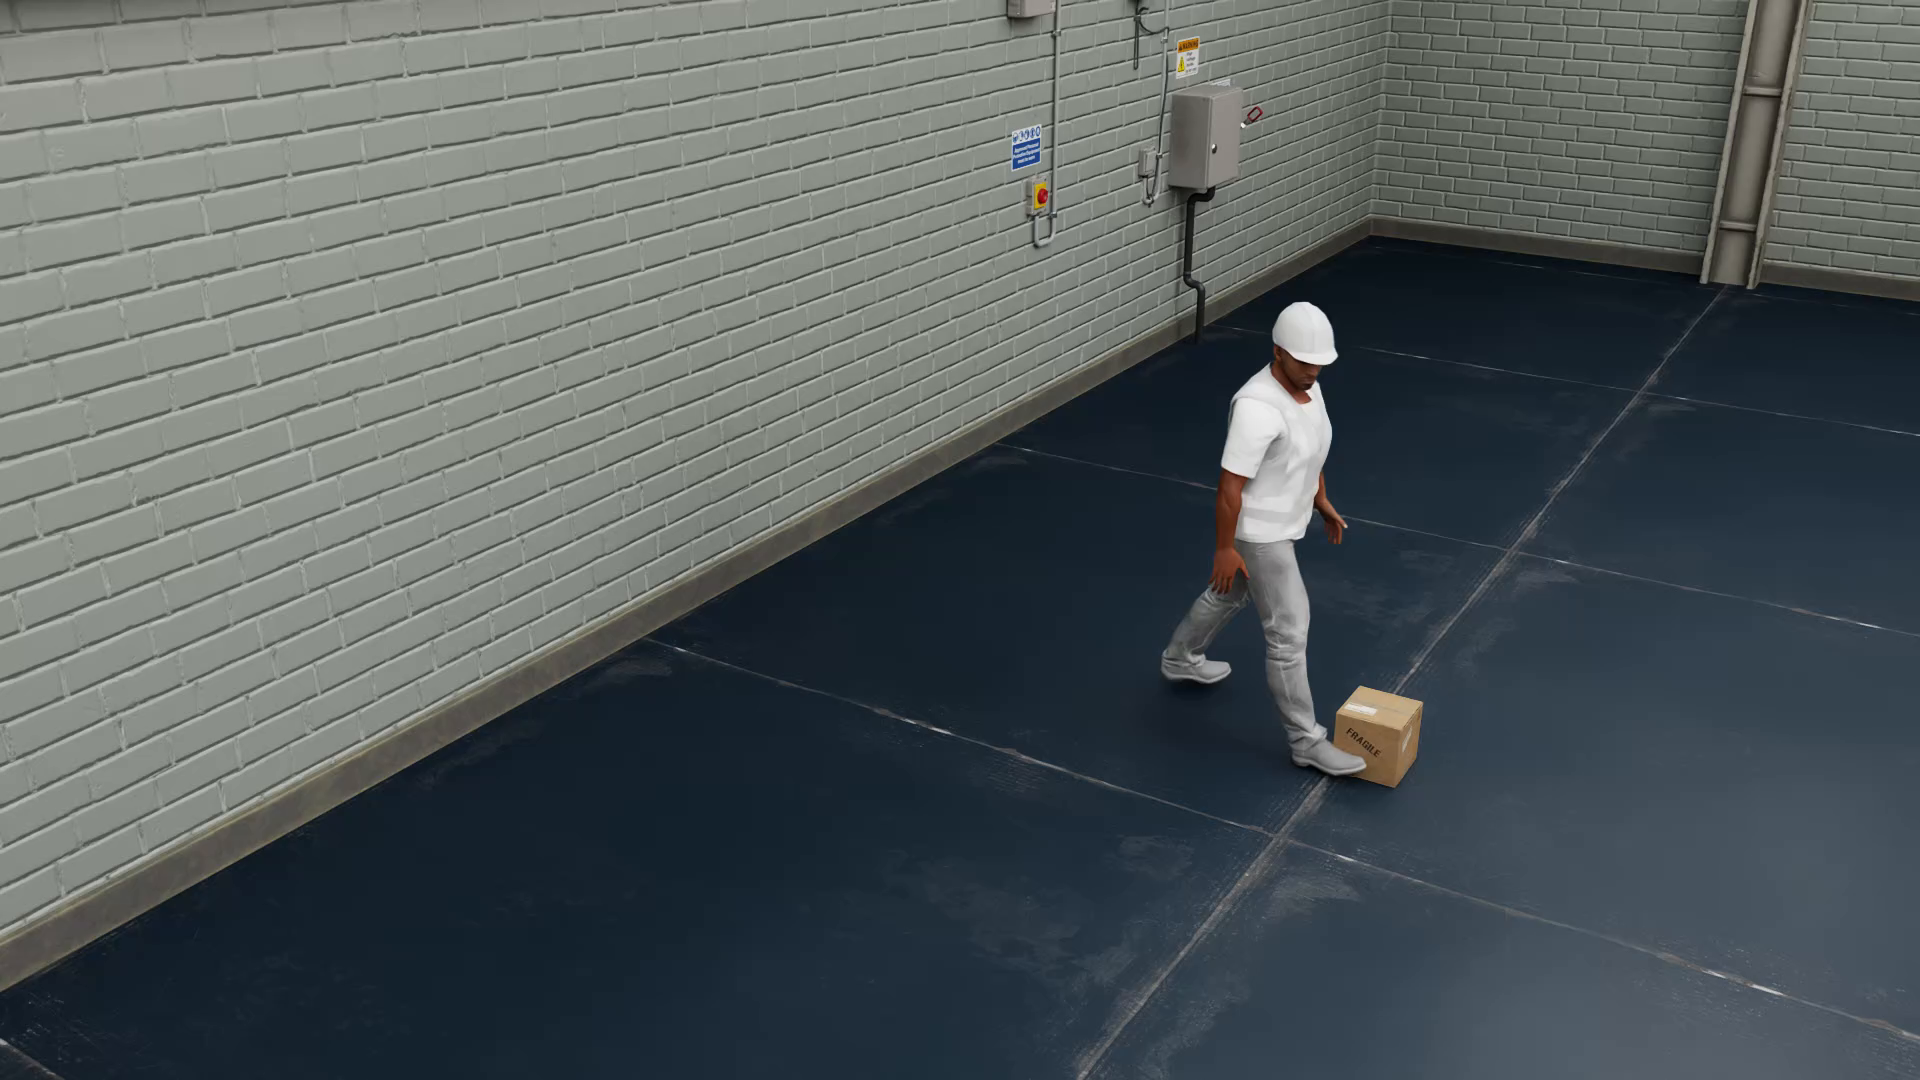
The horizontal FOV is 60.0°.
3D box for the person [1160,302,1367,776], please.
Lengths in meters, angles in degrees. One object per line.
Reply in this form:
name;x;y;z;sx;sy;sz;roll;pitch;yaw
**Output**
person;1.185;-0.063;6.232;0.941;1.738;0.666;10;25;23
